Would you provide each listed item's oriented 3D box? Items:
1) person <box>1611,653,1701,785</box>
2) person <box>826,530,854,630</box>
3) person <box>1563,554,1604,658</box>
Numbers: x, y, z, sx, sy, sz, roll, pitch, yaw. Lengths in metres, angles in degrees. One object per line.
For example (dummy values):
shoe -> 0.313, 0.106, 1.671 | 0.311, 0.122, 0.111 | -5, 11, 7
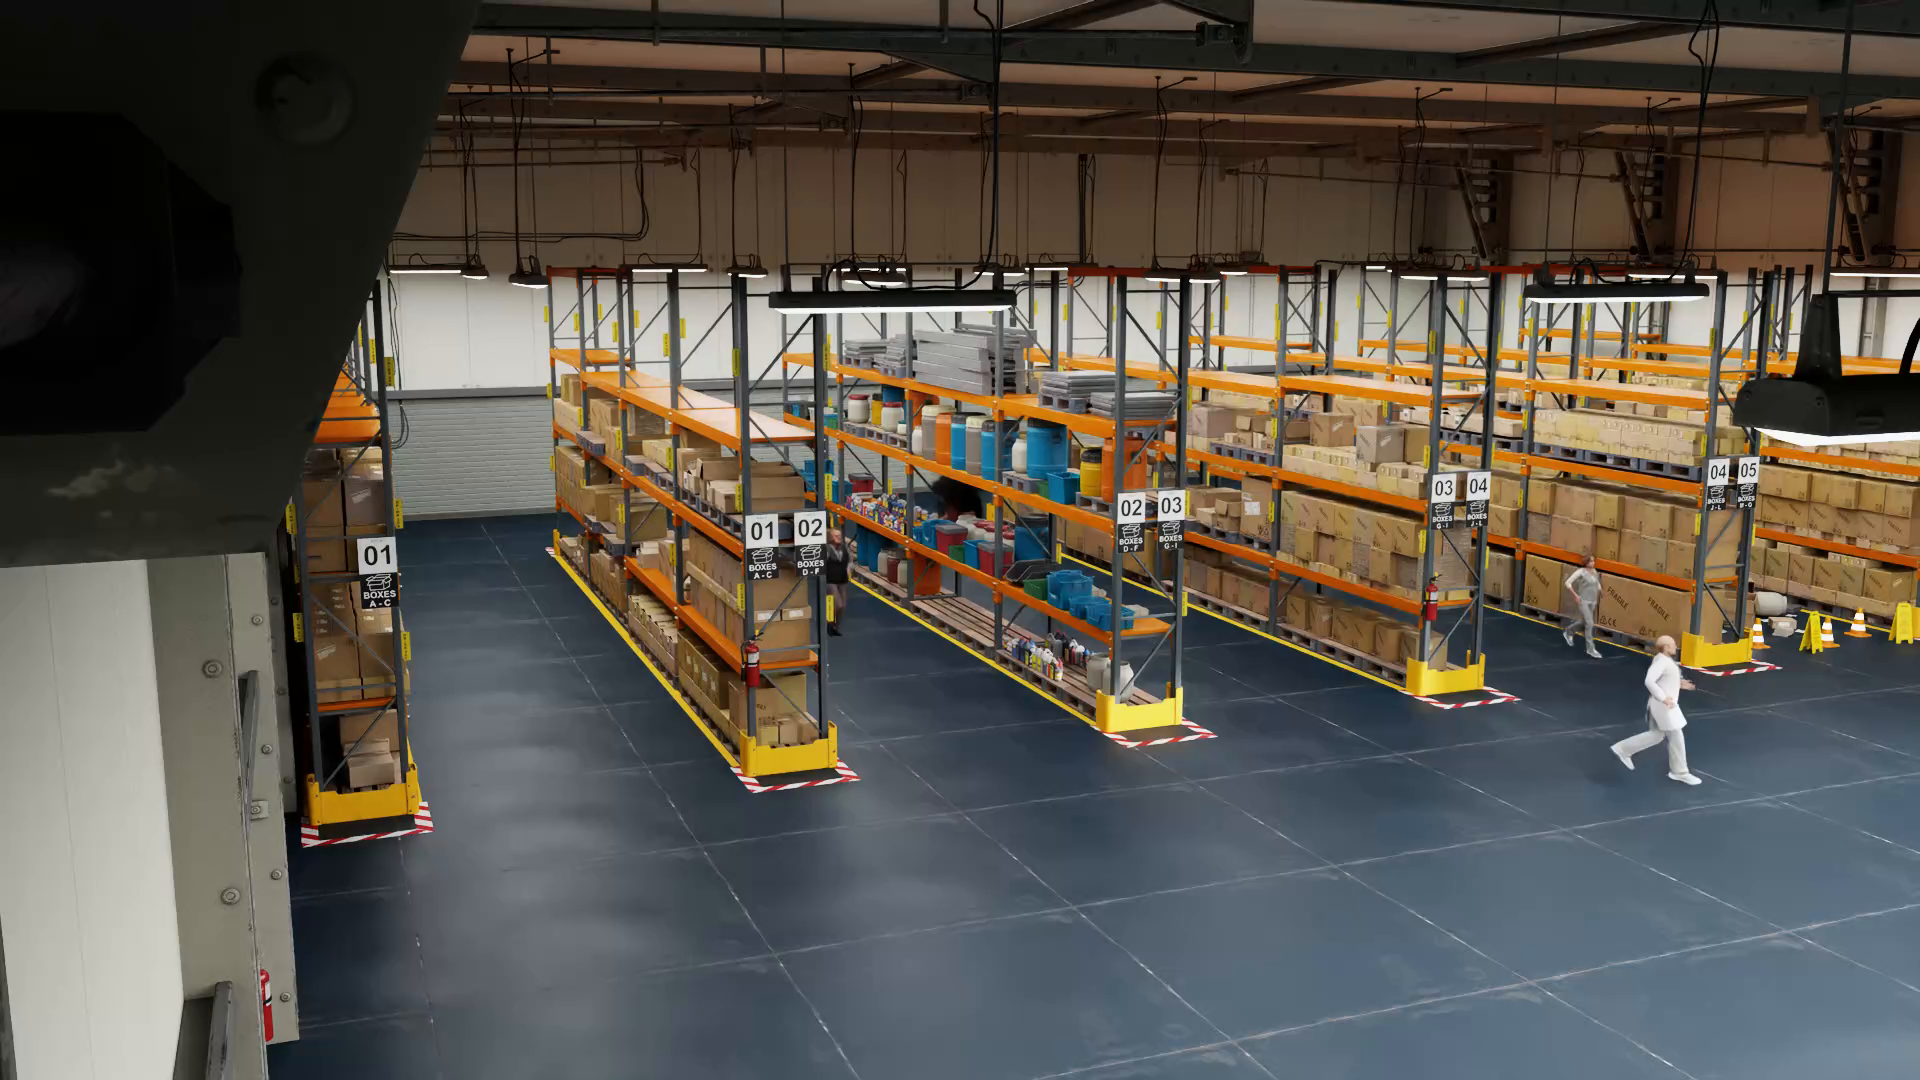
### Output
person -> 8.396, 2.124, 19.962 | 1.034, 1.580, 0.710 | 2, 10, 13
person -> -1.934, 0.660, 26.132 | 0.663, 1.636, 0.584 | -7, 12, -34
person -> 9.844, 1.008, 26.247 | 0.546, 1.586, 0.818 | -6, 11, -29
